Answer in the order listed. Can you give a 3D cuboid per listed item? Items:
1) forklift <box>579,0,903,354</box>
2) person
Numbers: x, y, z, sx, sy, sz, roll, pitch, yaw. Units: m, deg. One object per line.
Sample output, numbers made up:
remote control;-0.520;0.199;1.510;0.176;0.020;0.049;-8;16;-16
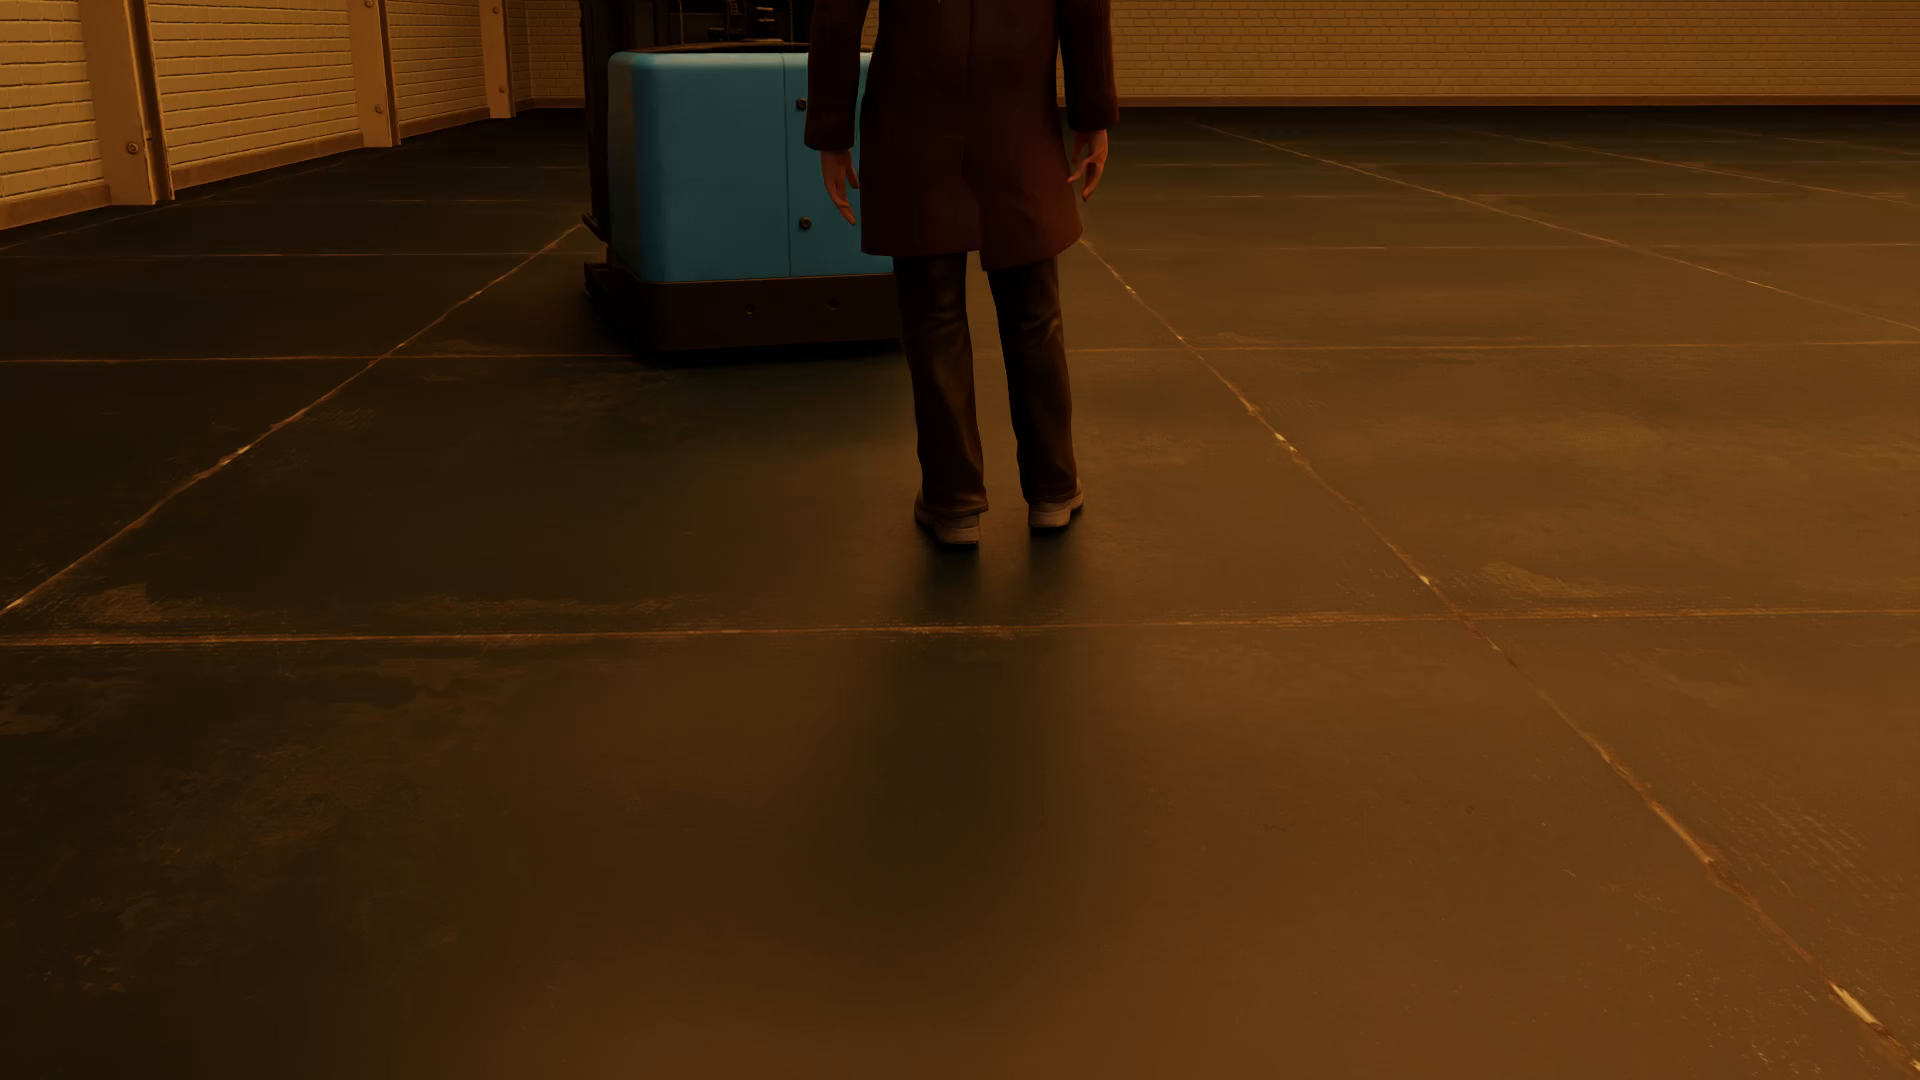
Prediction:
forklift;-1.053;-2.455;6.933;1.130;2.935;3.031;-5;18;-17
person;0.000;-0.884;3.743;0.696;1.776;0.582;-1;17;-3
